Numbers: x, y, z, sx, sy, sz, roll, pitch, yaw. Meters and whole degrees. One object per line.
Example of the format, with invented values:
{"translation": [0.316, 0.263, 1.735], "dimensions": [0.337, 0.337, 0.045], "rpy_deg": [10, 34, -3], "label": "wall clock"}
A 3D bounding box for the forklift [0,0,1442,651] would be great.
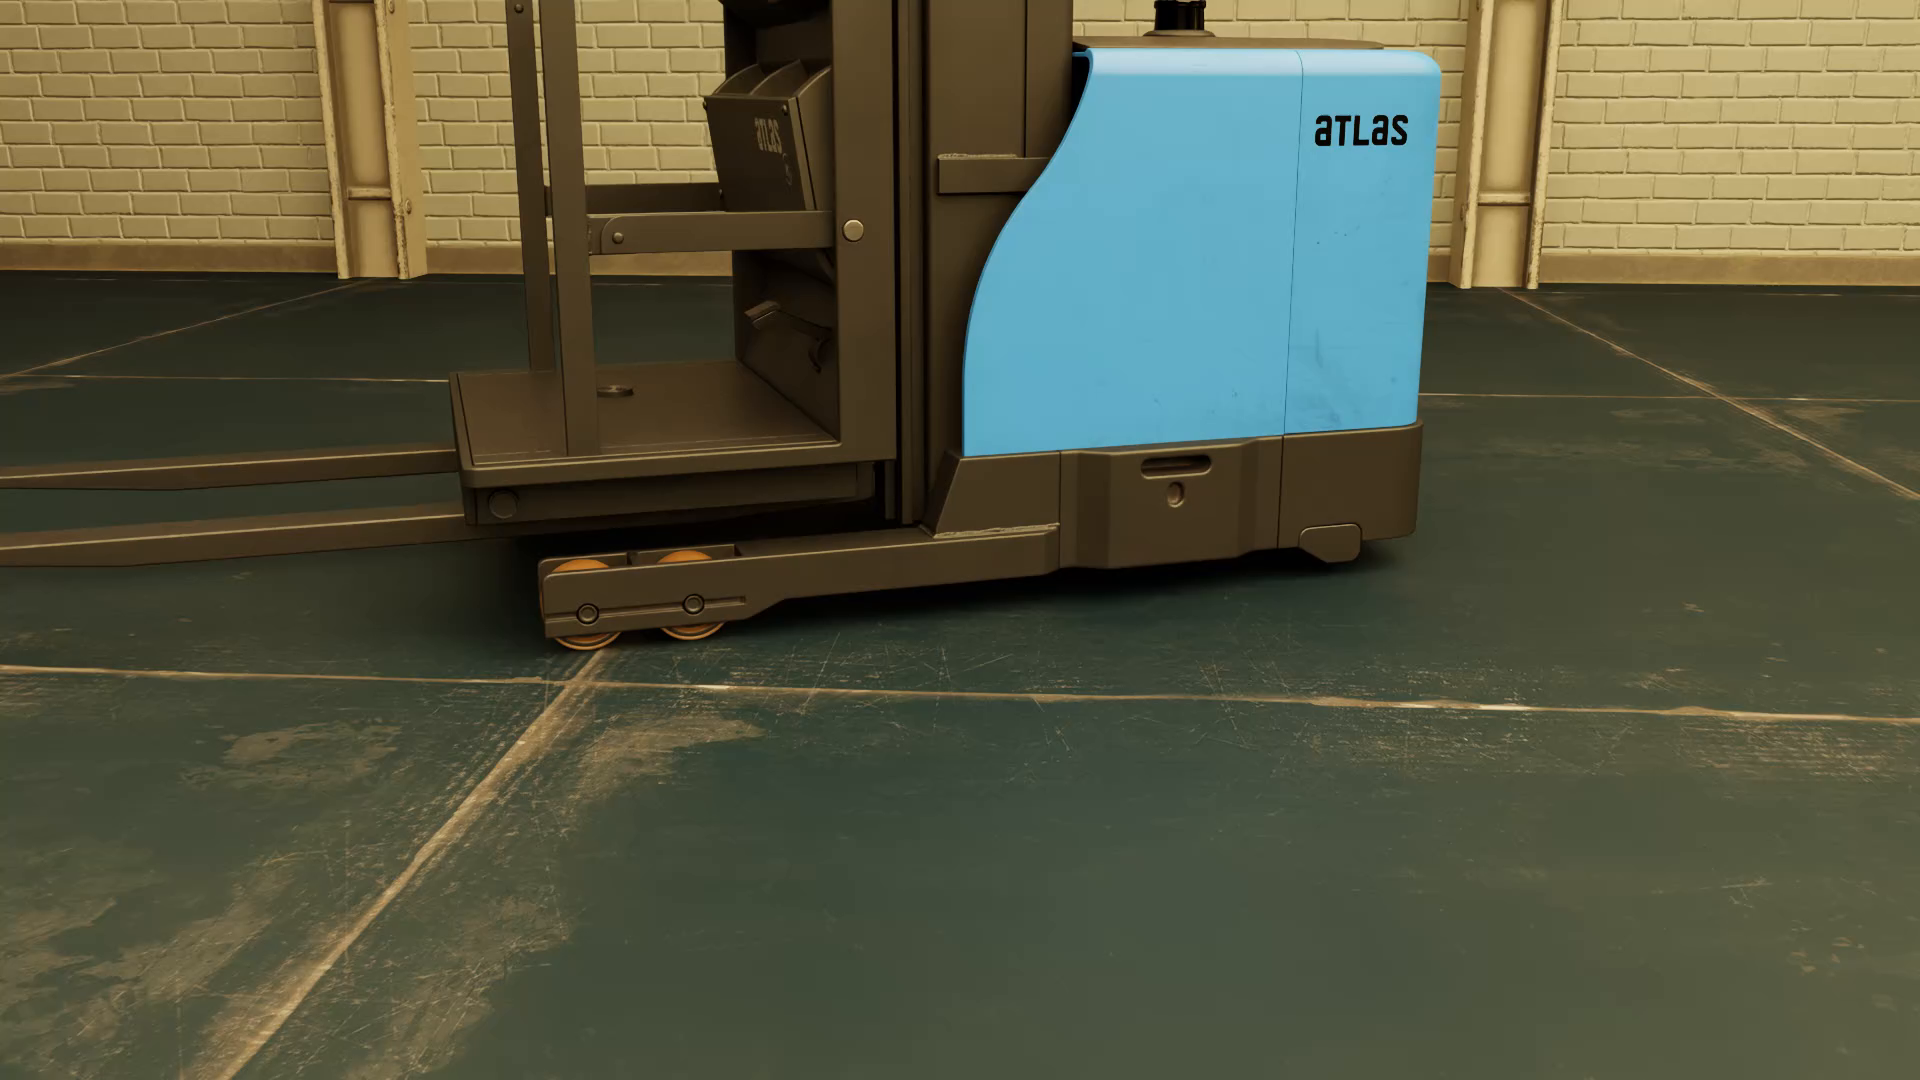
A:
{"translation": [-0.580, -1.366, 3.251], "dimensions": [3.031, 2.935, 1.130], "rpy_deg": [-5, 16, -17], "label": "forklift"}
